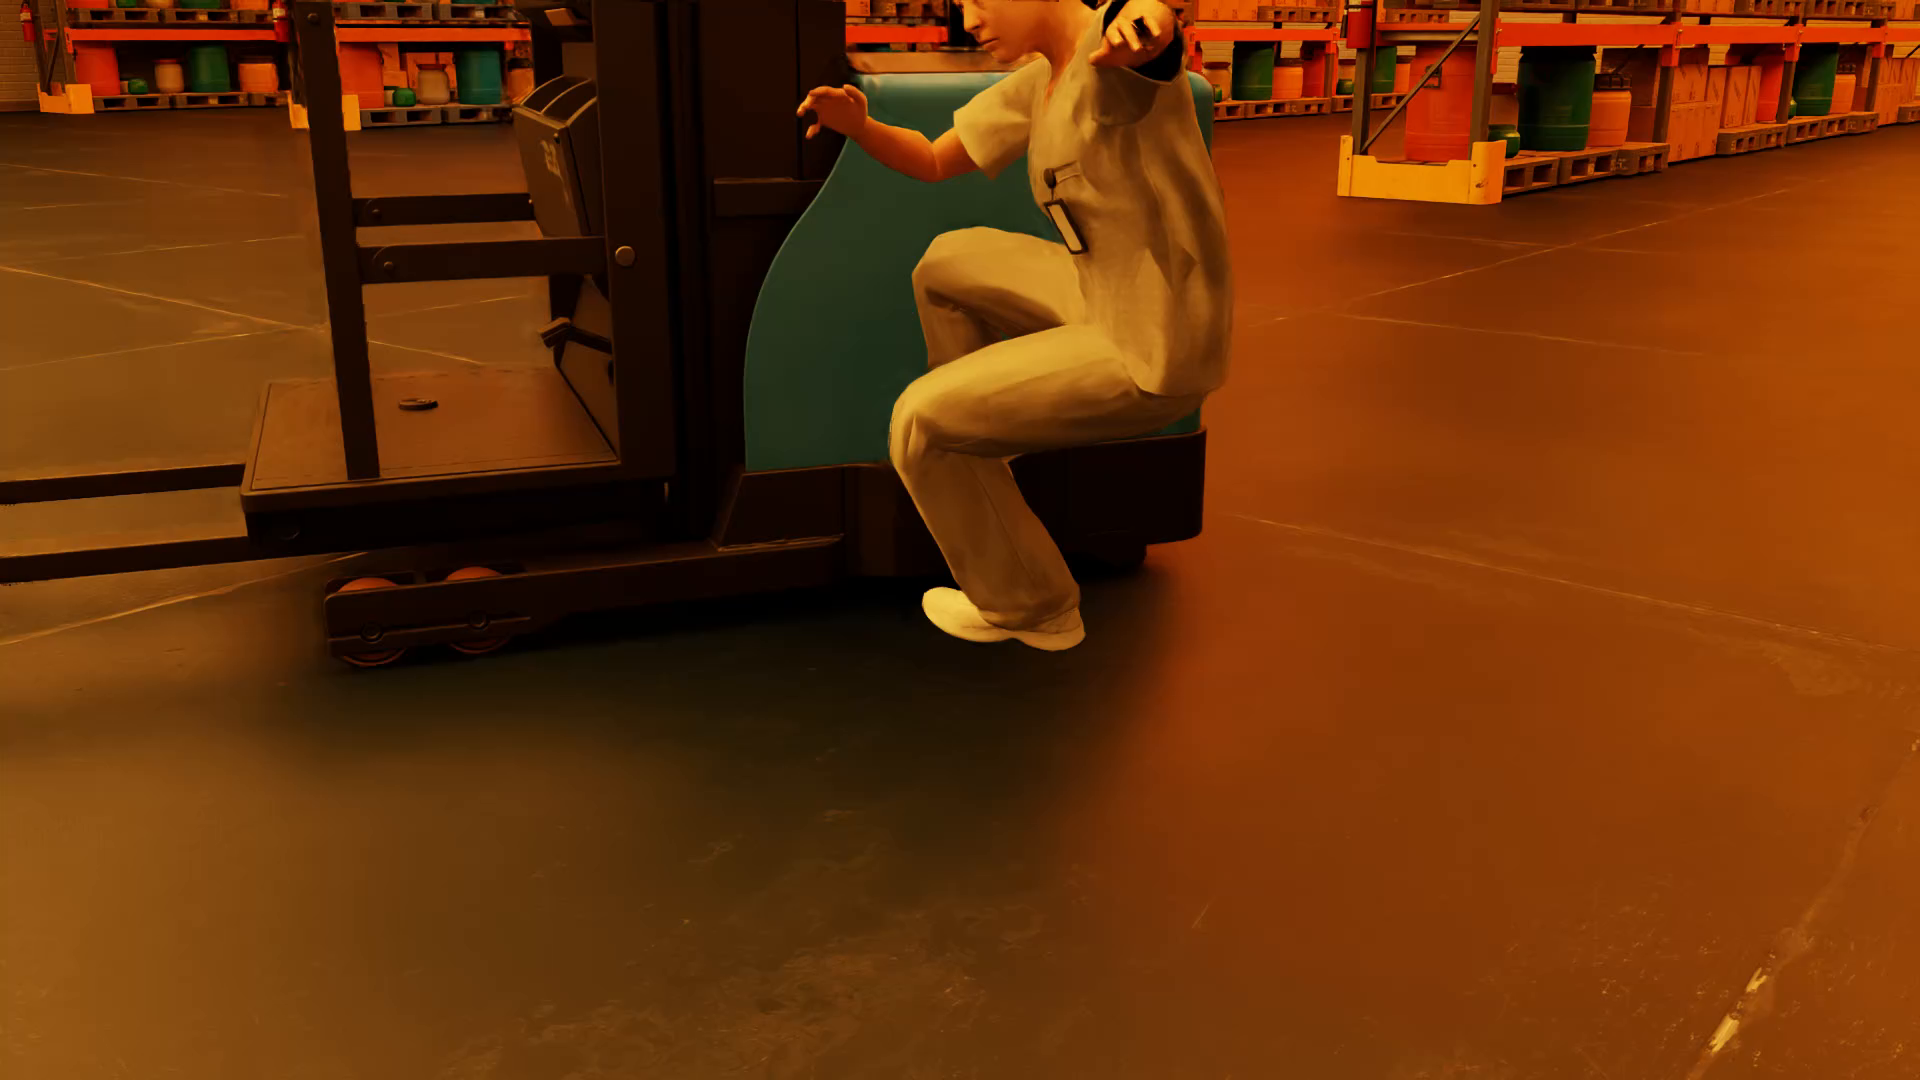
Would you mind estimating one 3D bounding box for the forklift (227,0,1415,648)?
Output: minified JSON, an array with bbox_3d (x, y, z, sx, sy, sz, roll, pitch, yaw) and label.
[{"bbox_3d":[-0.540,-1.487,3.794,3.031,2.935,1.130,9,19,28],"label":"forklift"}]
